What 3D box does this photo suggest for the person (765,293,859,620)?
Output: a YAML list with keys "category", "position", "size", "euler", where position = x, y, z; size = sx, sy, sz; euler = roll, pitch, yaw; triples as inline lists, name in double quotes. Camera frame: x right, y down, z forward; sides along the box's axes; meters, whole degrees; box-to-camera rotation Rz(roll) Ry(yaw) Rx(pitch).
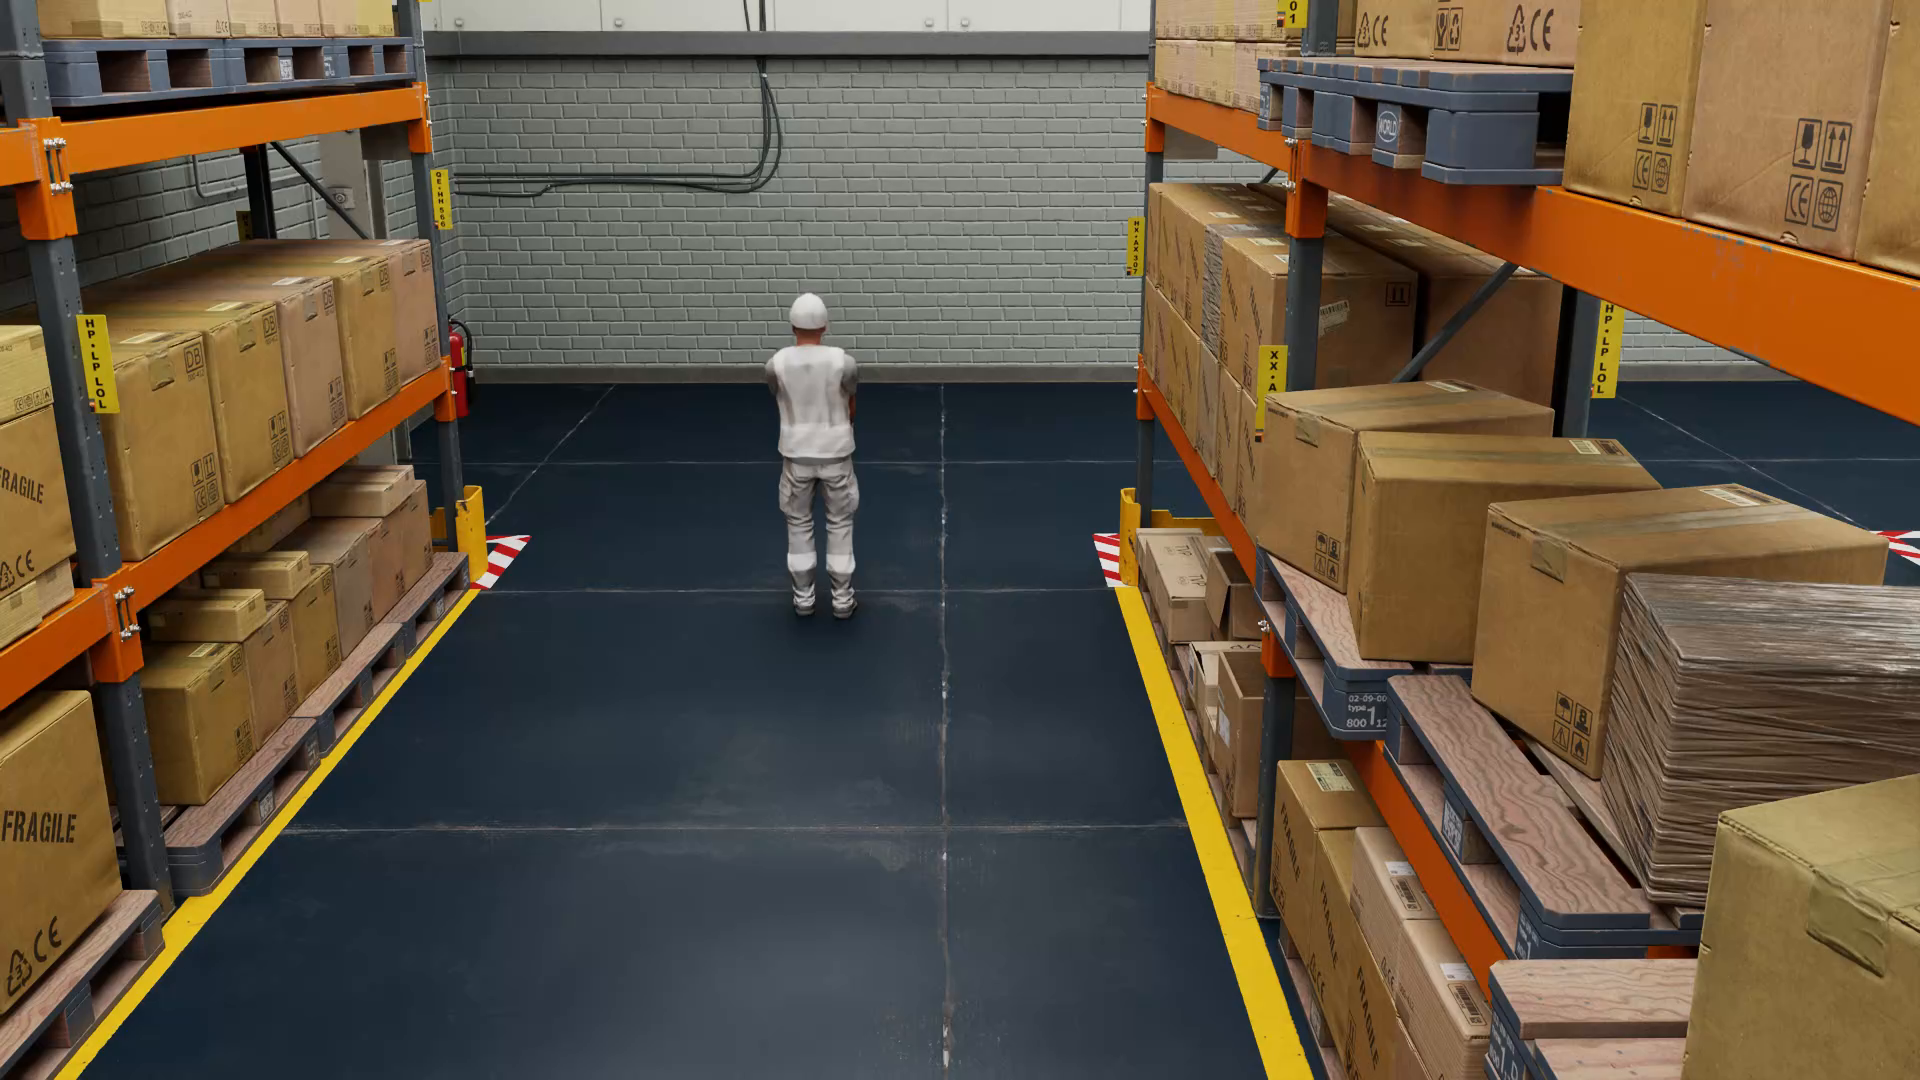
- category: "person"
  position: [-0.773, -0.473, 9.061]
  size: [0.473, 1.784, 0.554]
  euler: [0, 17, 0]
